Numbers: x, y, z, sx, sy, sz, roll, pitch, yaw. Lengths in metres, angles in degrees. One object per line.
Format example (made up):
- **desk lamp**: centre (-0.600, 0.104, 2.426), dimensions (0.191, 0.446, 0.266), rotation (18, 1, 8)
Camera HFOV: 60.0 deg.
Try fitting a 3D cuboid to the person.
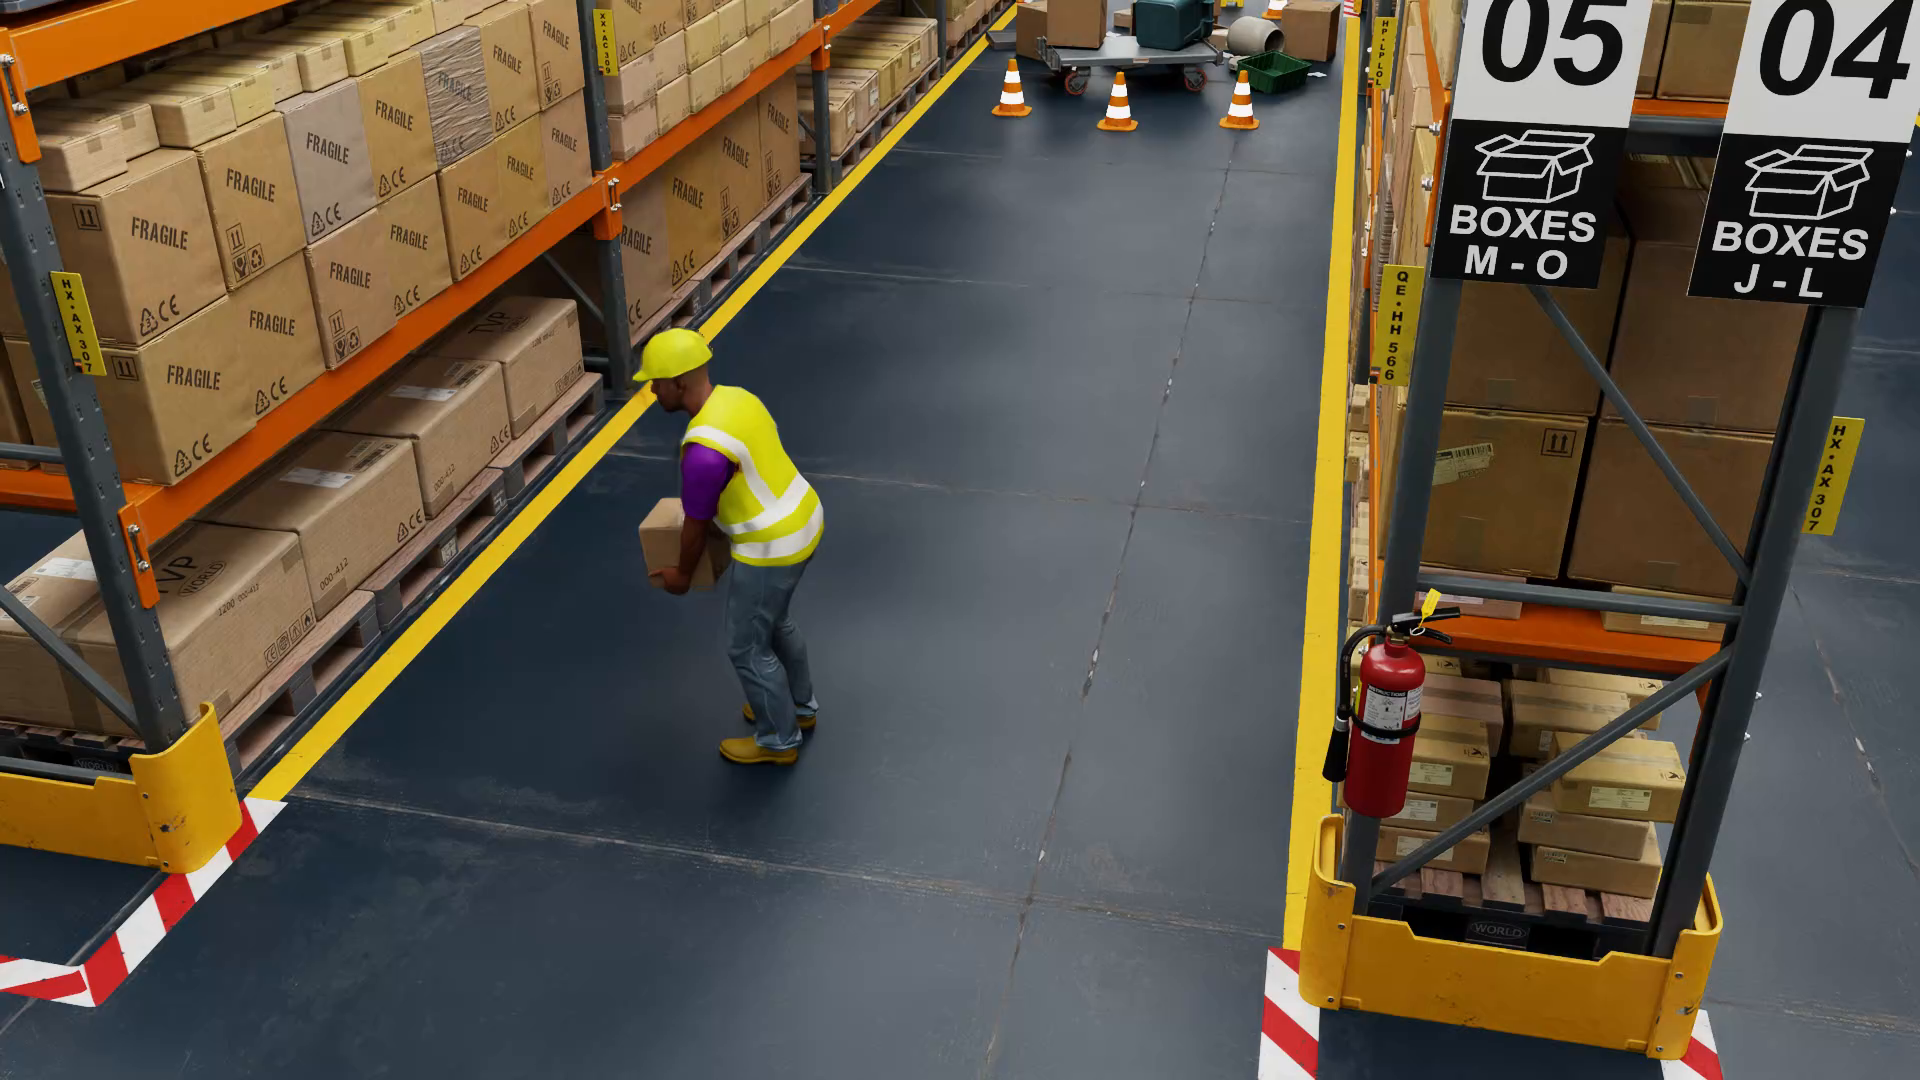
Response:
- **person**: centre (-0.828, 0.031, 6.117), dimensions (0.636, 1.693, 0.488), rotation (5, 29, 10)
